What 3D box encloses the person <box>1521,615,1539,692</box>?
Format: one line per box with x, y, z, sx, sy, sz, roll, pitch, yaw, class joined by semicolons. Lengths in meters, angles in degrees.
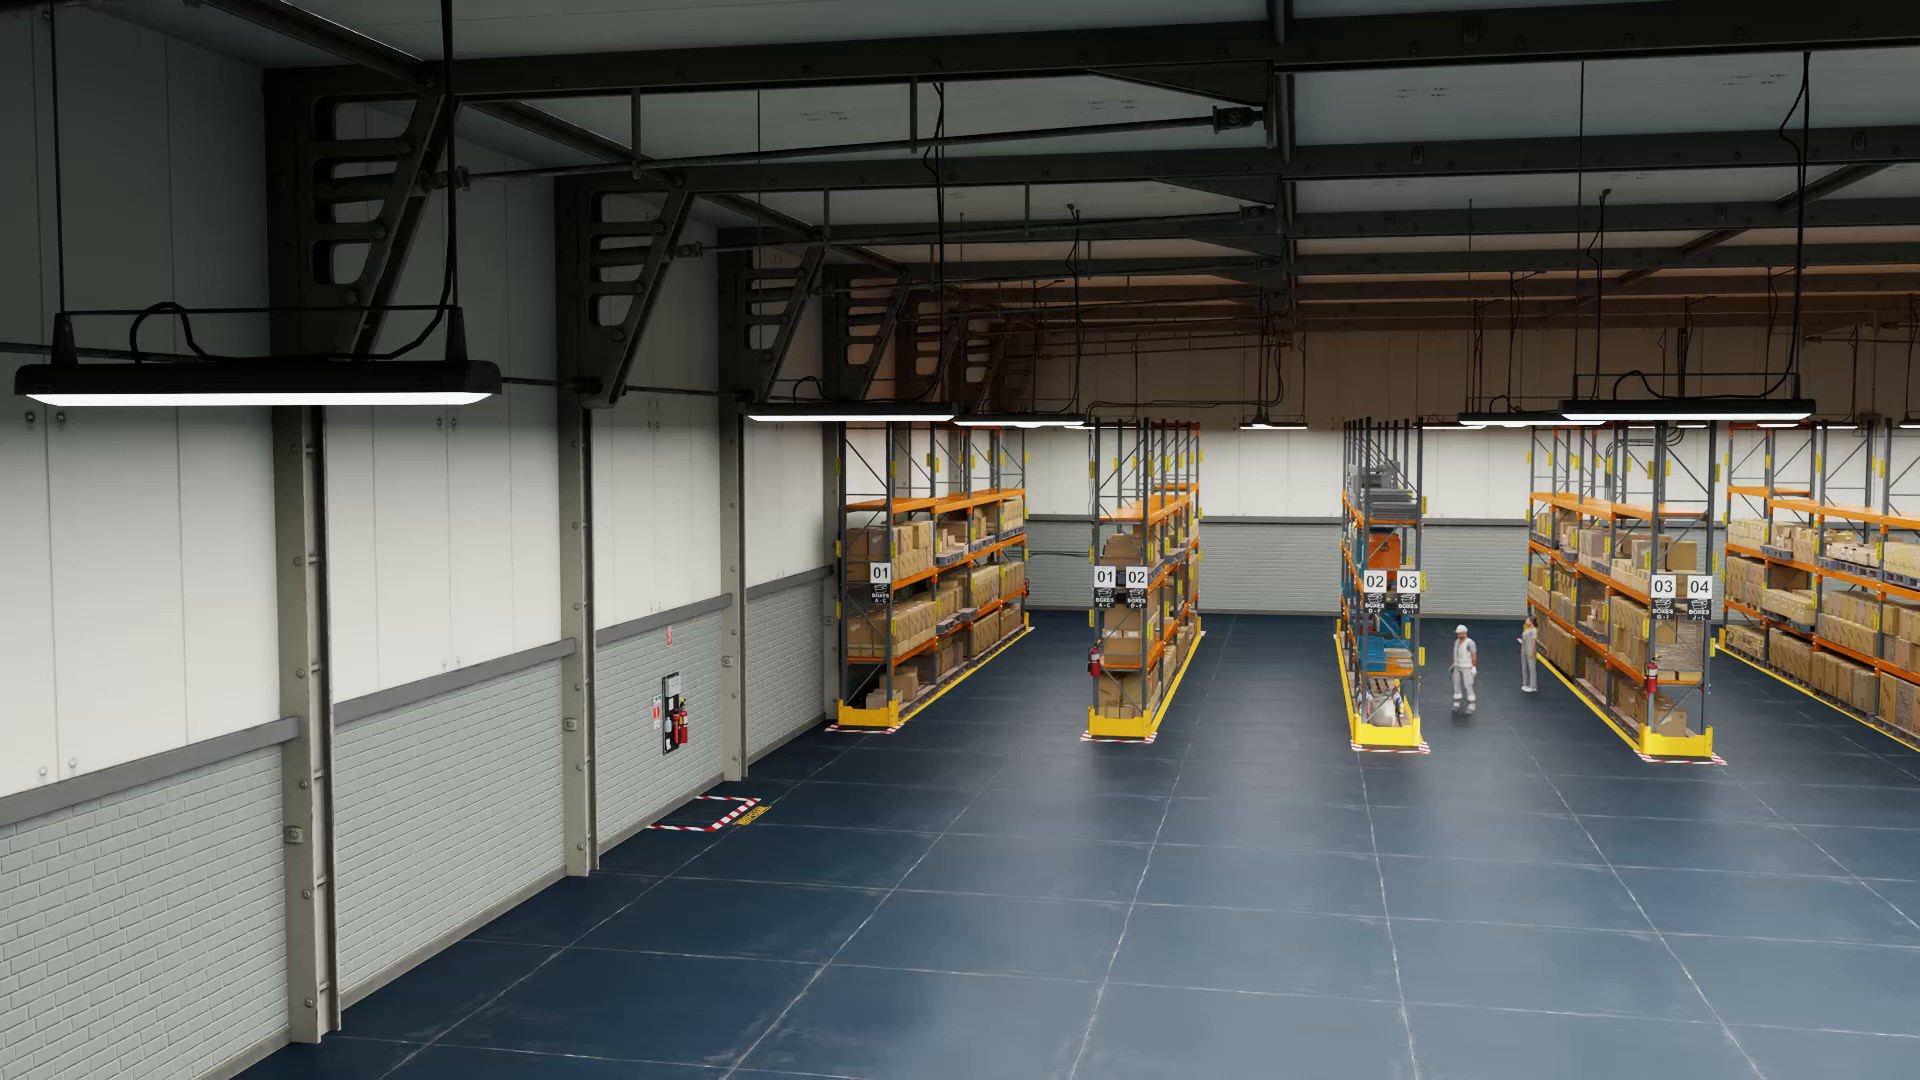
12.603;2.503;36.862;0.451;1.668;0.493;-1;4;-22;person

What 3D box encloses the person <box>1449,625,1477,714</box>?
10.263;2.624;33.950;0.390;1.784;0.650;-2;4;-29;person
